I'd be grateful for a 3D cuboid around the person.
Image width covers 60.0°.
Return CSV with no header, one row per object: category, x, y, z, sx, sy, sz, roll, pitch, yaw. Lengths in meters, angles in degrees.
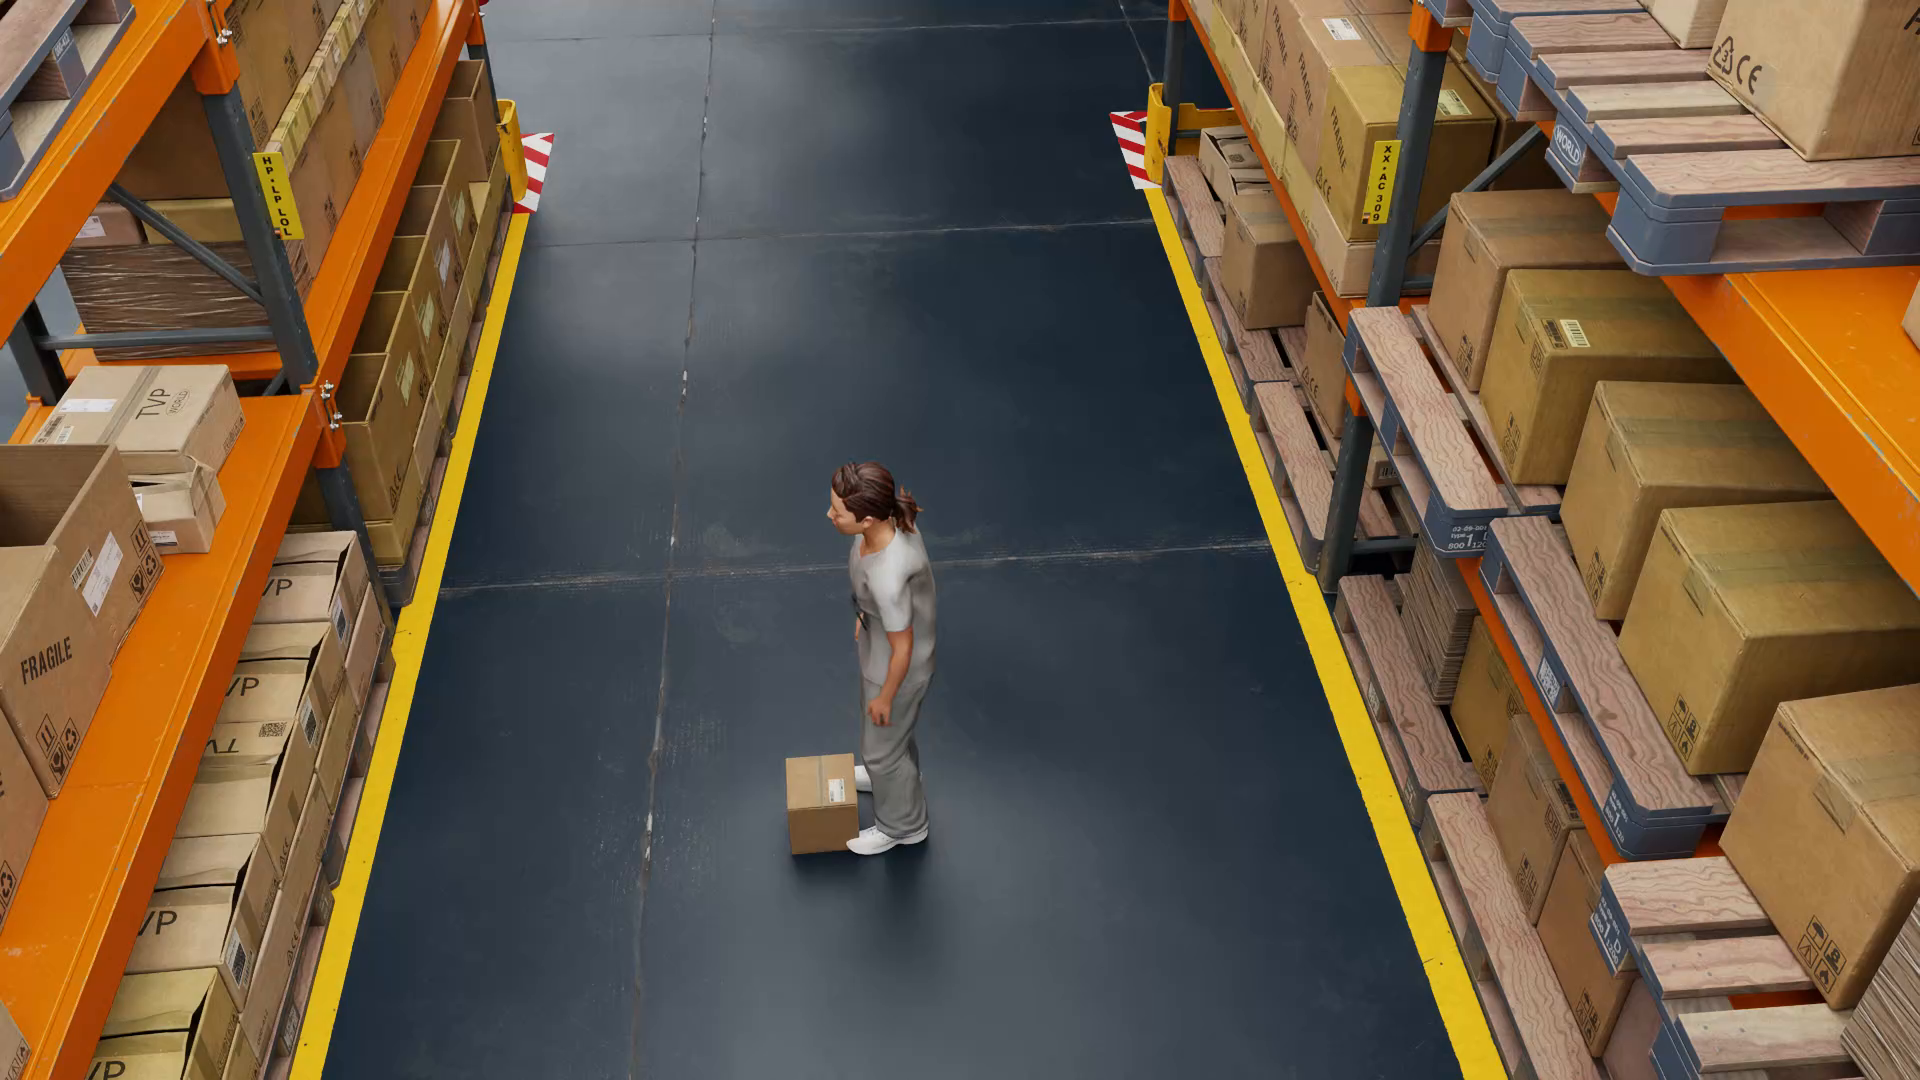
person,-0.258,0.400,5.667,0.353,1.673,0.513,-5,40,-6
